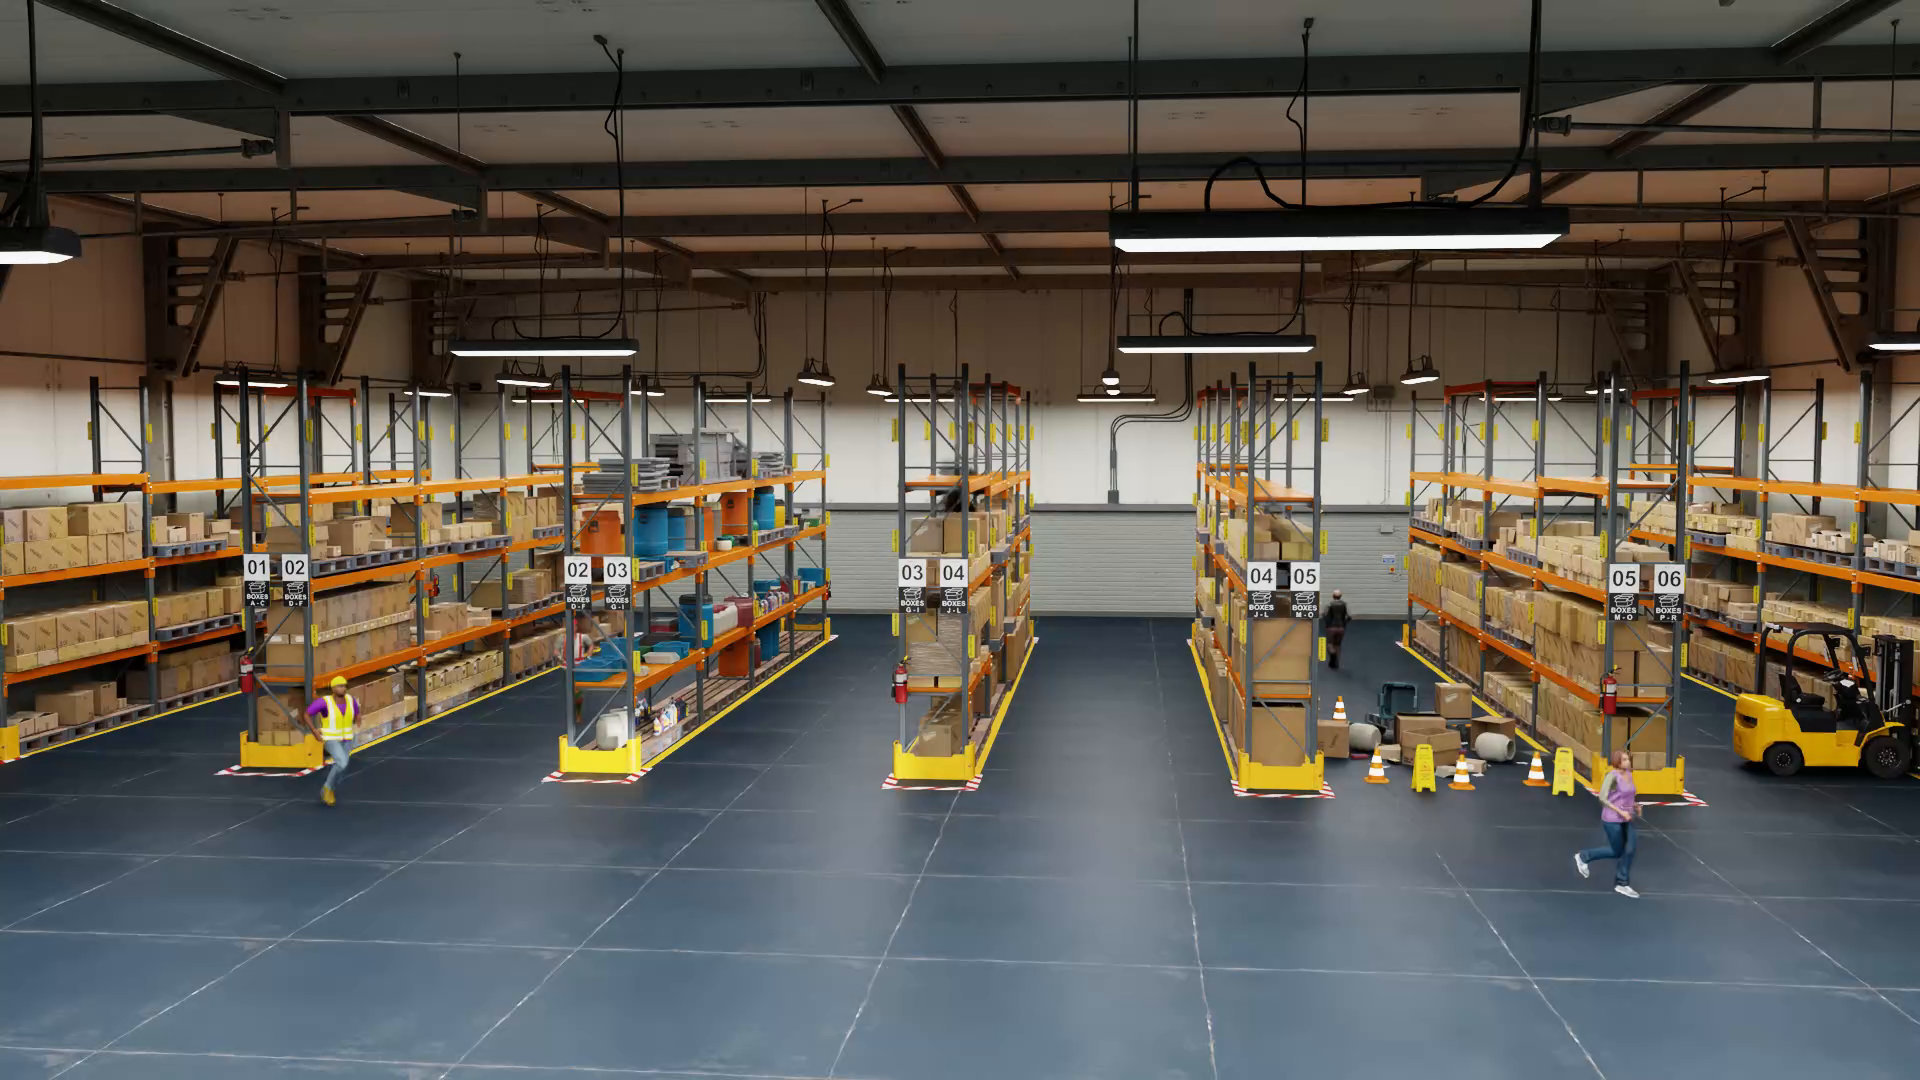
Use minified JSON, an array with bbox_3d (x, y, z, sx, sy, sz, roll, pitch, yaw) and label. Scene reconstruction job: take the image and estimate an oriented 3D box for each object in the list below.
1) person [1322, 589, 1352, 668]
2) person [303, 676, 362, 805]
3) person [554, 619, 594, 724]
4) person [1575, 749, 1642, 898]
[{"bbox_3d":[8.012,1.890,35.415,0.644,1.677,0.580,0,4,-2],"label":"person"},{"bbox_3d":[-8.367,2.687,22.365,0.696,1.722,0.689,2,4,33],"label":"person"},{"bbox_3d":[-6.730,2.265,28.871,0.636,1.823,0.763,0,4,0],"label":"person"},{"bbox_3d":[7.138,3.064,18.189,0.543,1.586,0.694,-3,5,-36],"label":"person"}]
